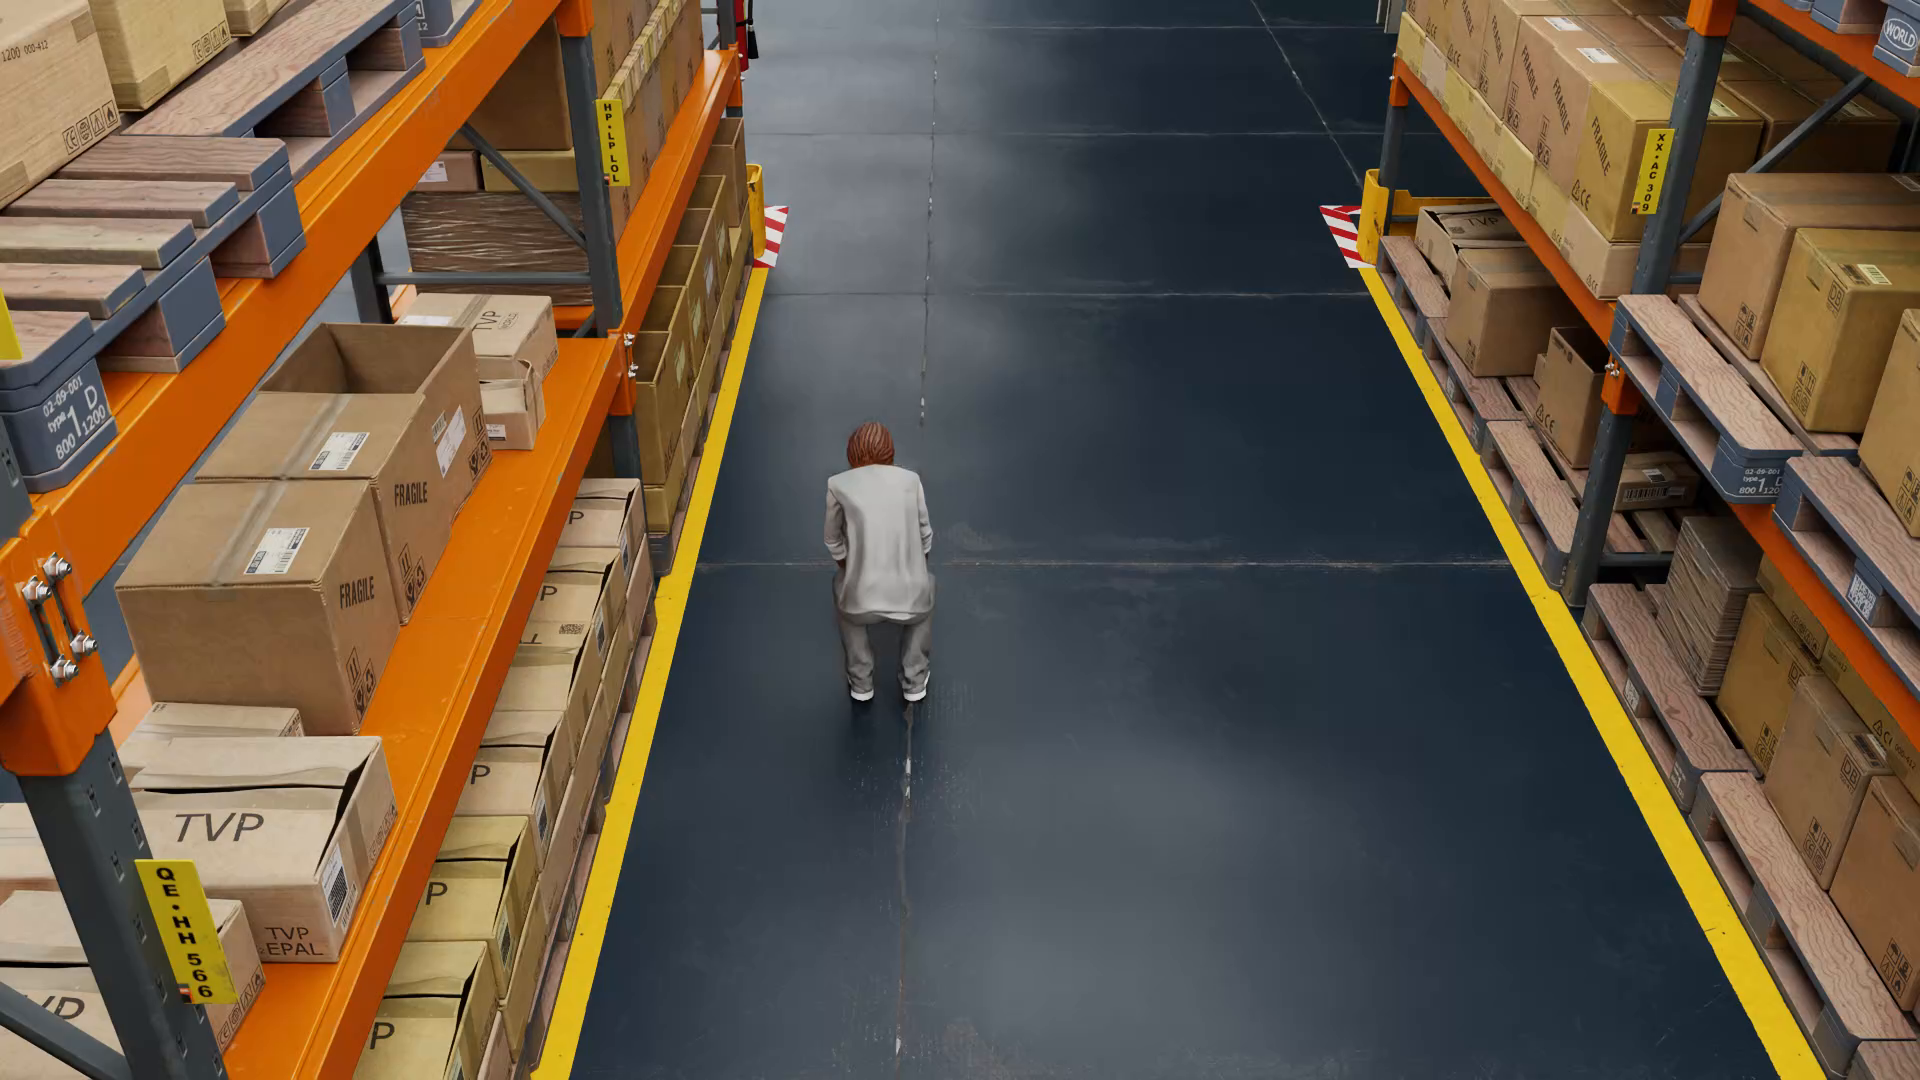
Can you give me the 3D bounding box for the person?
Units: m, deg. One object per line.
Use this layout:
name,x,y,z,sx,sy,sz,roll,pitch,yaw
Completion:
person,-0.316,0.127,6.524,0.453,0.984,0.765,-1,32,-1
